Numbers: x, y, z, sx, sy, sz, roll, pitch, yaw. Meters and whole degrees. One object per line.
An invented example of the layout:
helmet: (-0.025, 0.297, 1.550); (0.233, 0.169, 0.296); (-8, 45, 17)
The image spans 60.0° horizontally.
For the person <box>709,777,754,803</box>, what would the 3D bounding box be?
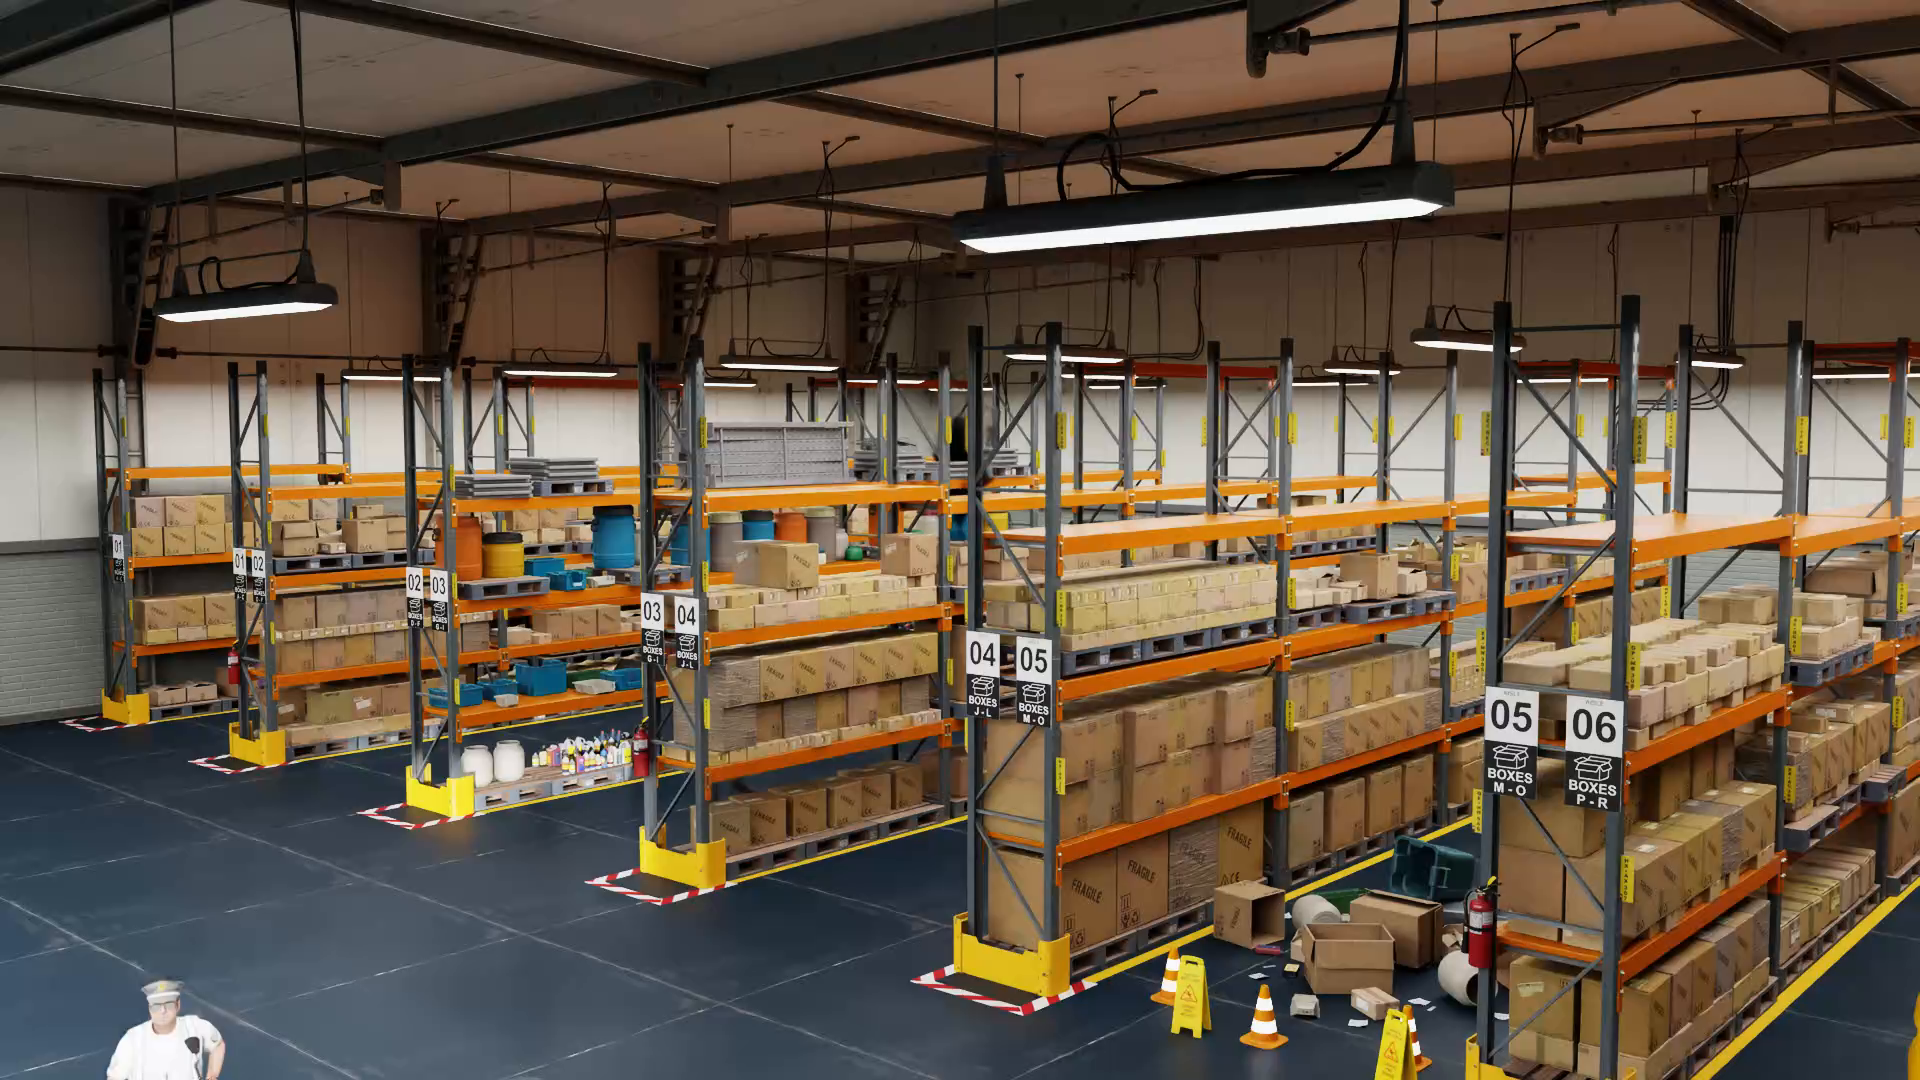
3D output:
person: (-2.976, 2.761, 21.165); (0.576, 1.646, 0.939); (4, 6, 41)

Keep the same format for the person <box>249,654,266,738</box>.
person: (-11.205, 2.361, 26.939); (0.540, 1.581, 0.872); (3, 5, 33)

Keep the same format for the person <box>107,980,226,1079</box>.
person: (-4.815, 3.531, 10.116); (0.664, 1.780, 0.954); (-2, 5, -25)
